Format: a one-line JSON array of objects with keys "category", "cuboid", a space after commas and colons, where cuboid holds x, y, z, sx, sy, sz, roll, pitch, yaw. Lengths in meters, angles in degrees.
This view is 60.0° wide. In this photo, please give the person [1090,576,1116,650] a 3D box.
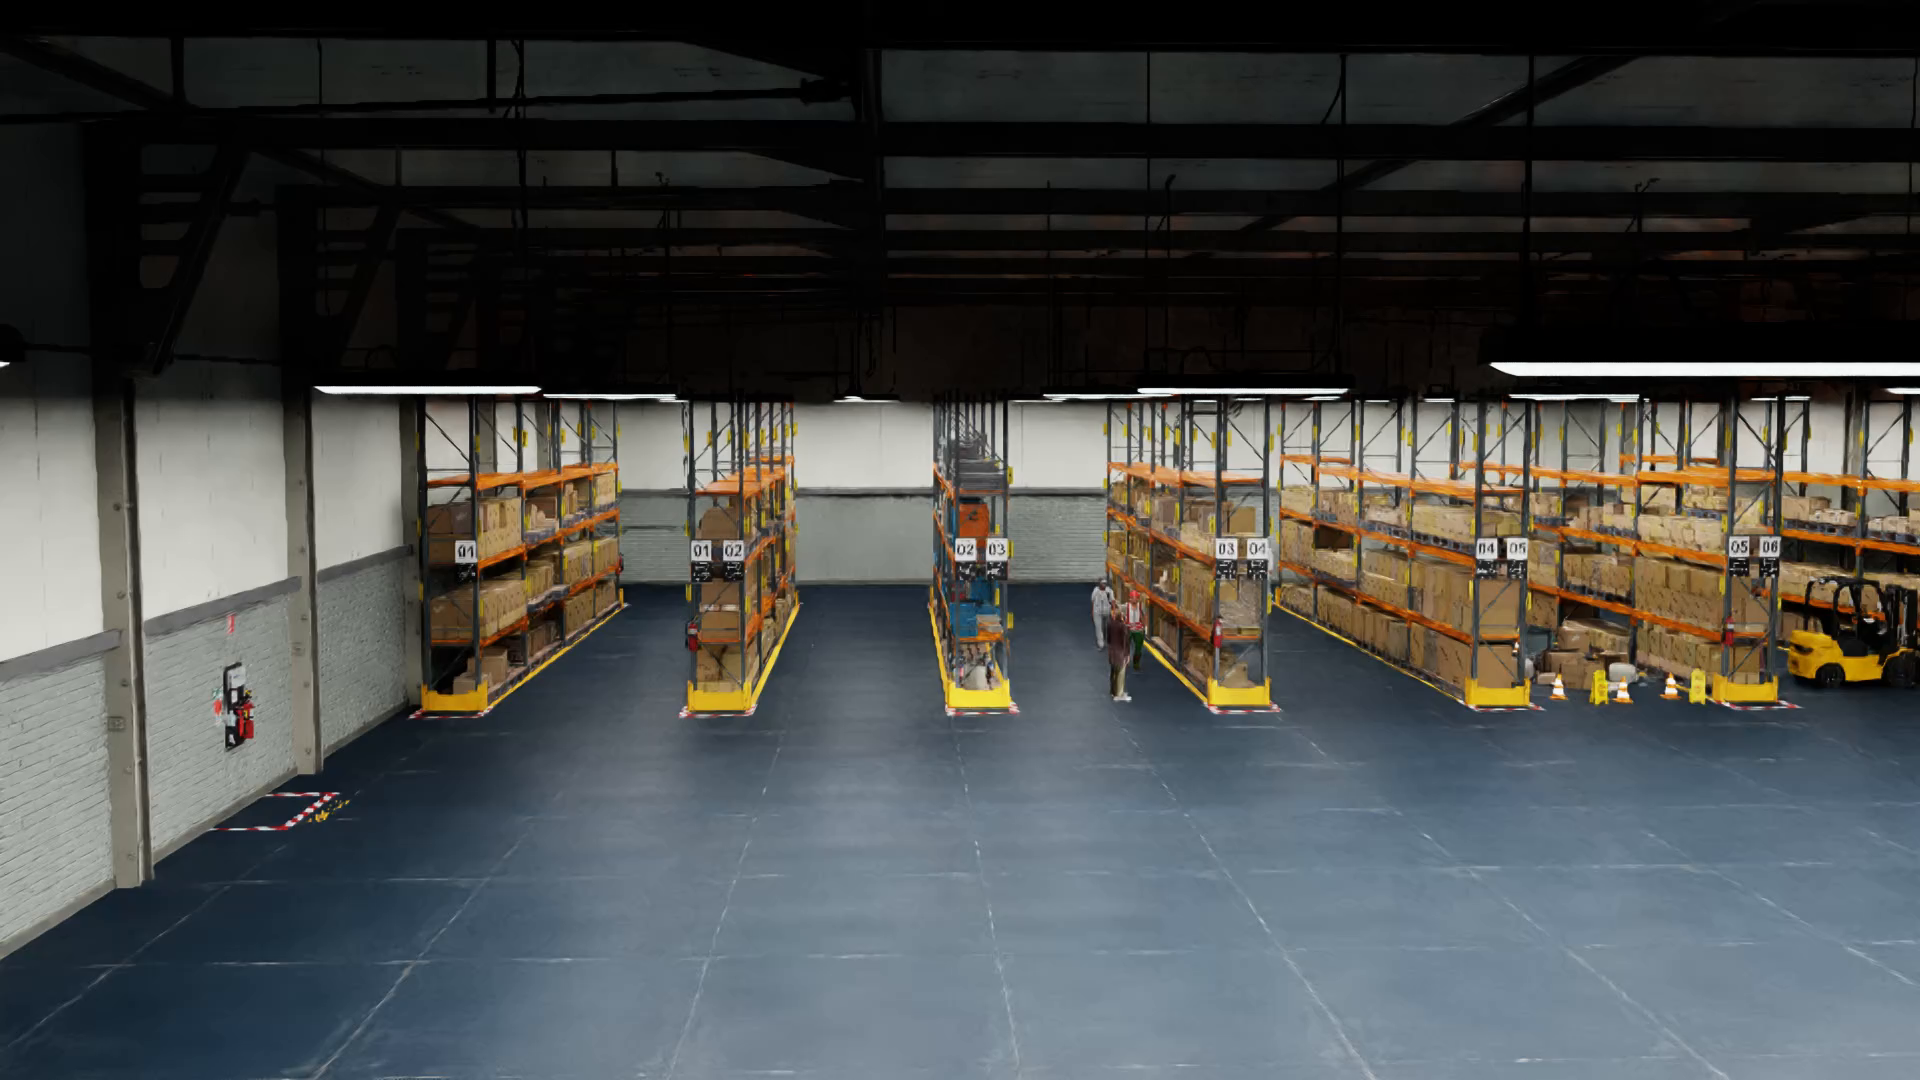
[{"category": "person", "cuboid": [3.361, 1.687, 38.946, 0.554, 1.712, 1.031, 0, 5, -3]}]

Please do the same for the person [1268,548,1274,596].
[{"category": "person", "cuboid": [8.933, 0.847, 49.132, 0.629, 1.736, 0.998, 2, 5, 25]}]

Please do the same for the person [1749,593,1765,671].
[{"category": "person", "cuboid": [17.047, 1.965, 35.689, 0.477, 1.675, 0.493, 2, 5, 27]}]

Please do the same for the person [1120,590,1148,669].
[{"category": "person", "cuboid": [3.731, 1.935, 35.904, 0.677, 1.742, 0.552, 0, 5, -3]}]

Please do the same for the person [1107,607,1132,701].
[{"category": "person", "cuboid": [3.111, 2.191, 32.219, 0.514, 1.785, 0.638, -3, 5, -32]}]
